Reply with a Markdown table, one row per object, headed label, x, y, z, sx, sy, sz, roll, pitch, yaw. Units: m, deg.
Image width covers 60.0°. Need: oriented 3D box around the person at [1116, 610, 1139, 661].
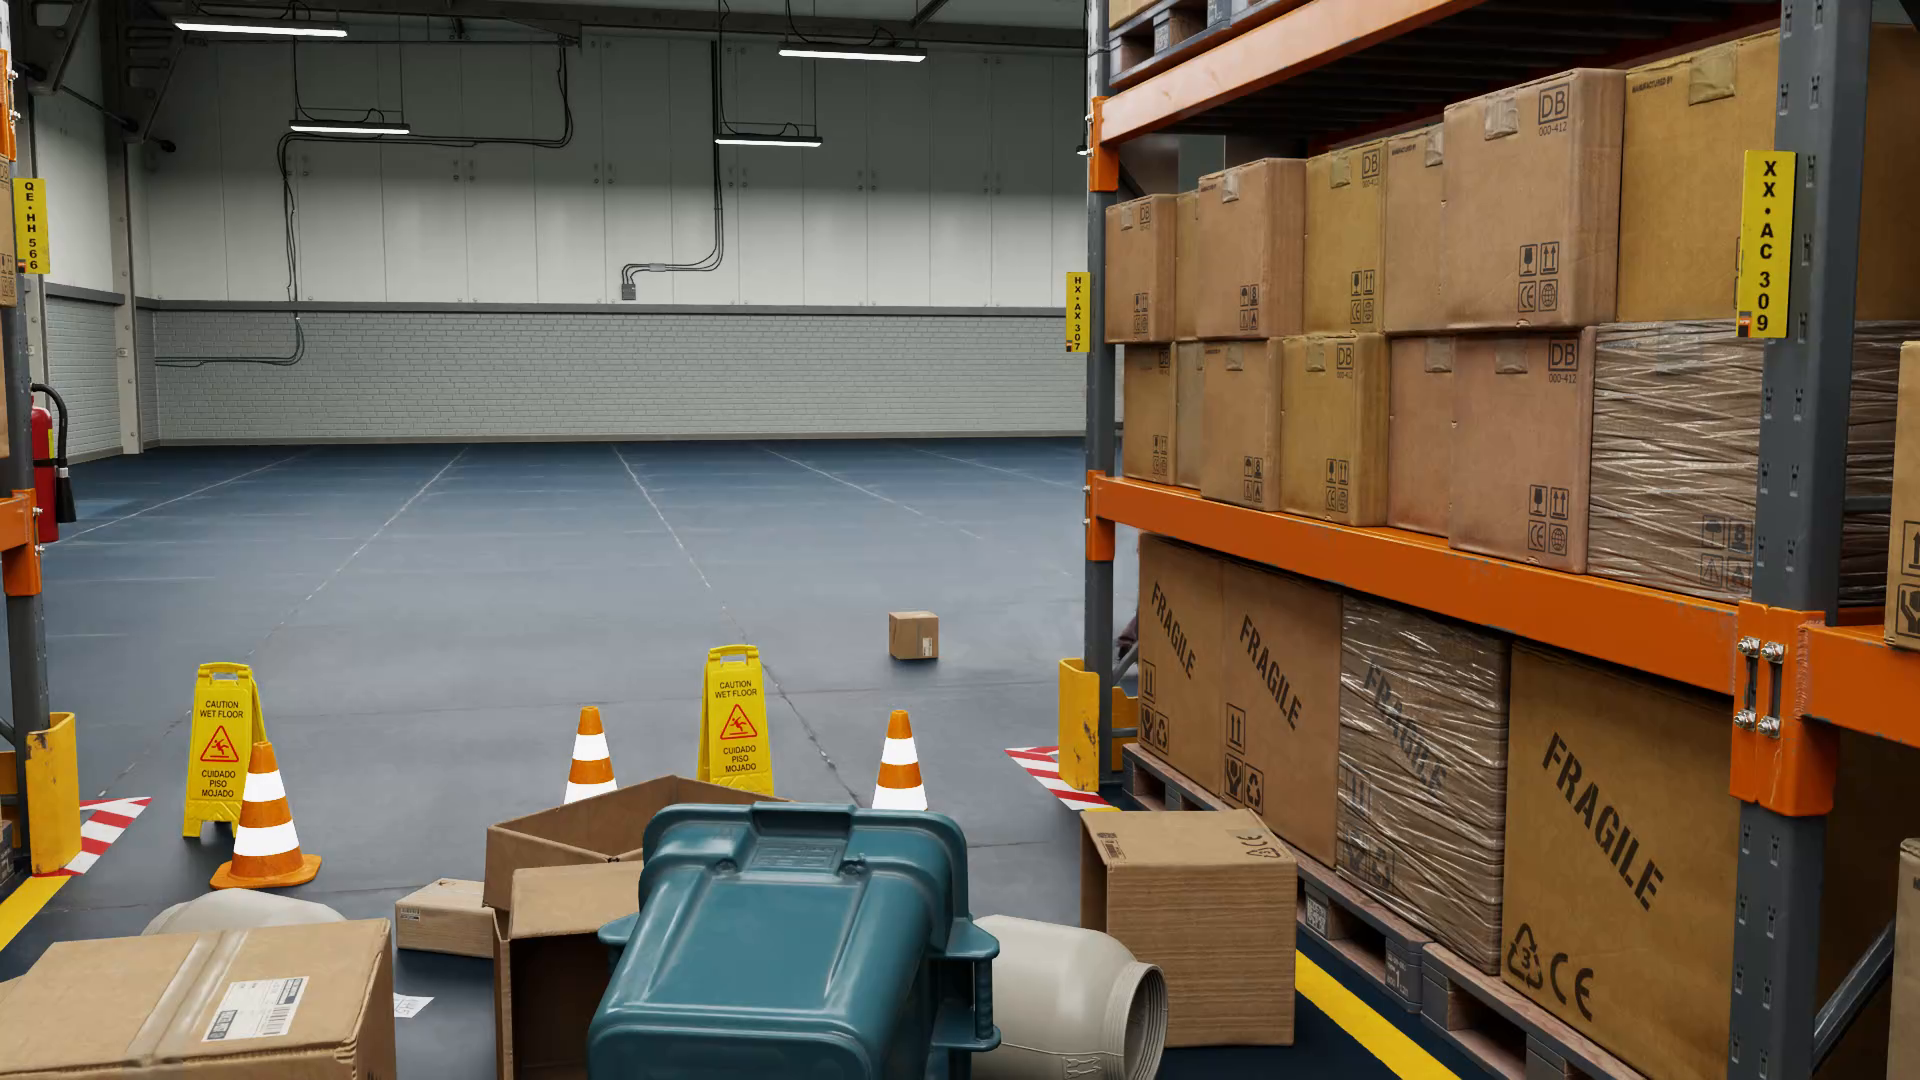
| label | x | y | z | sx | sy | sz | roll | pitch | yaw |
| --- | --- | --- | --- | --- | --- | --- | --- | --- | --- |
| person | 1.380 | -0.067 | 9.216 | 1.071 | 1.666 | 0.567 | 2 | 6 | 16 |
